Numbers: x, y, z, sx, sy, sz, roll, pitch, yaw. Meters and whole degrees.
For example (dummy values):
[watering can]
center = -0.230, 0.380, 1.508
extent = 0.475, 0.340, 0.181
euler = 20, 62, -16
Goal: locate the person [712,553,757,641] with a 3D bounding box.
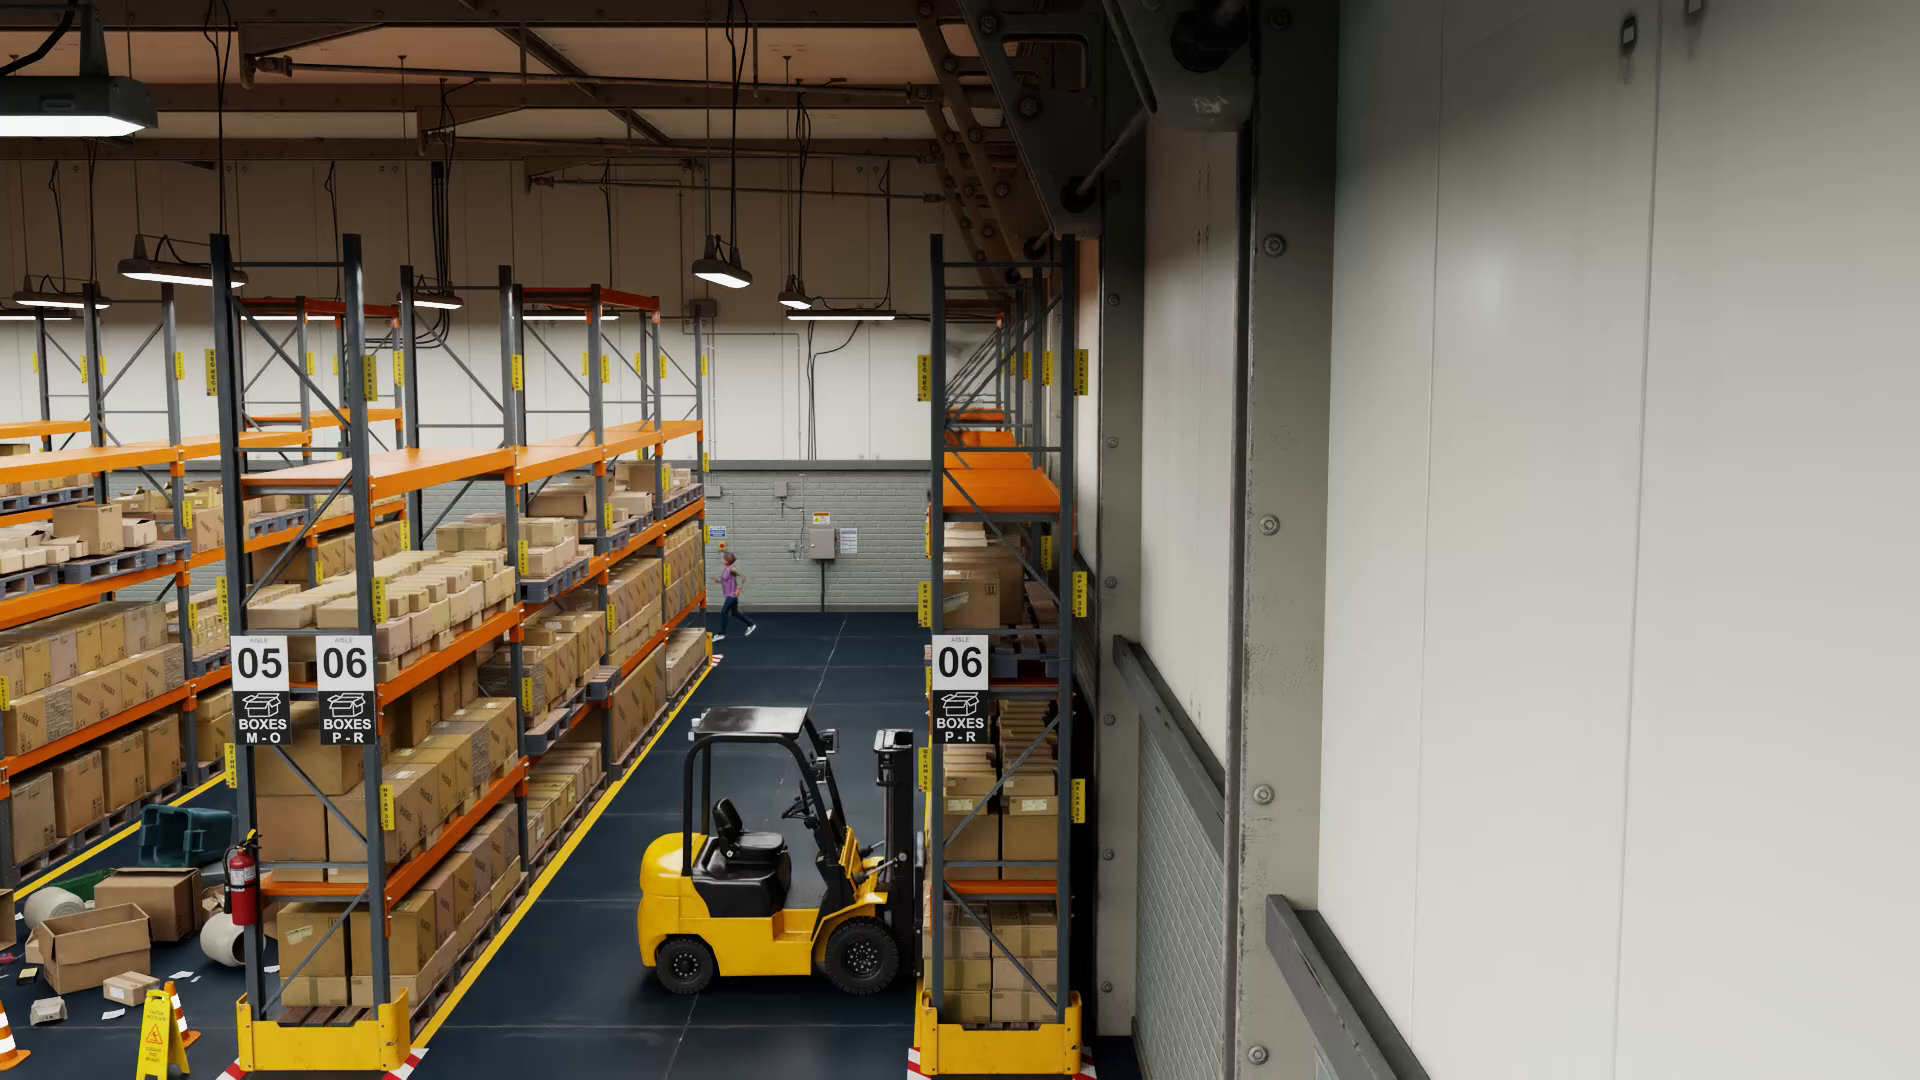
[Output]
[person]
center = -4.117, 1.019, 30.141
extent = 0.890, 1.593, 0.534
euler = -2, 7, -20
